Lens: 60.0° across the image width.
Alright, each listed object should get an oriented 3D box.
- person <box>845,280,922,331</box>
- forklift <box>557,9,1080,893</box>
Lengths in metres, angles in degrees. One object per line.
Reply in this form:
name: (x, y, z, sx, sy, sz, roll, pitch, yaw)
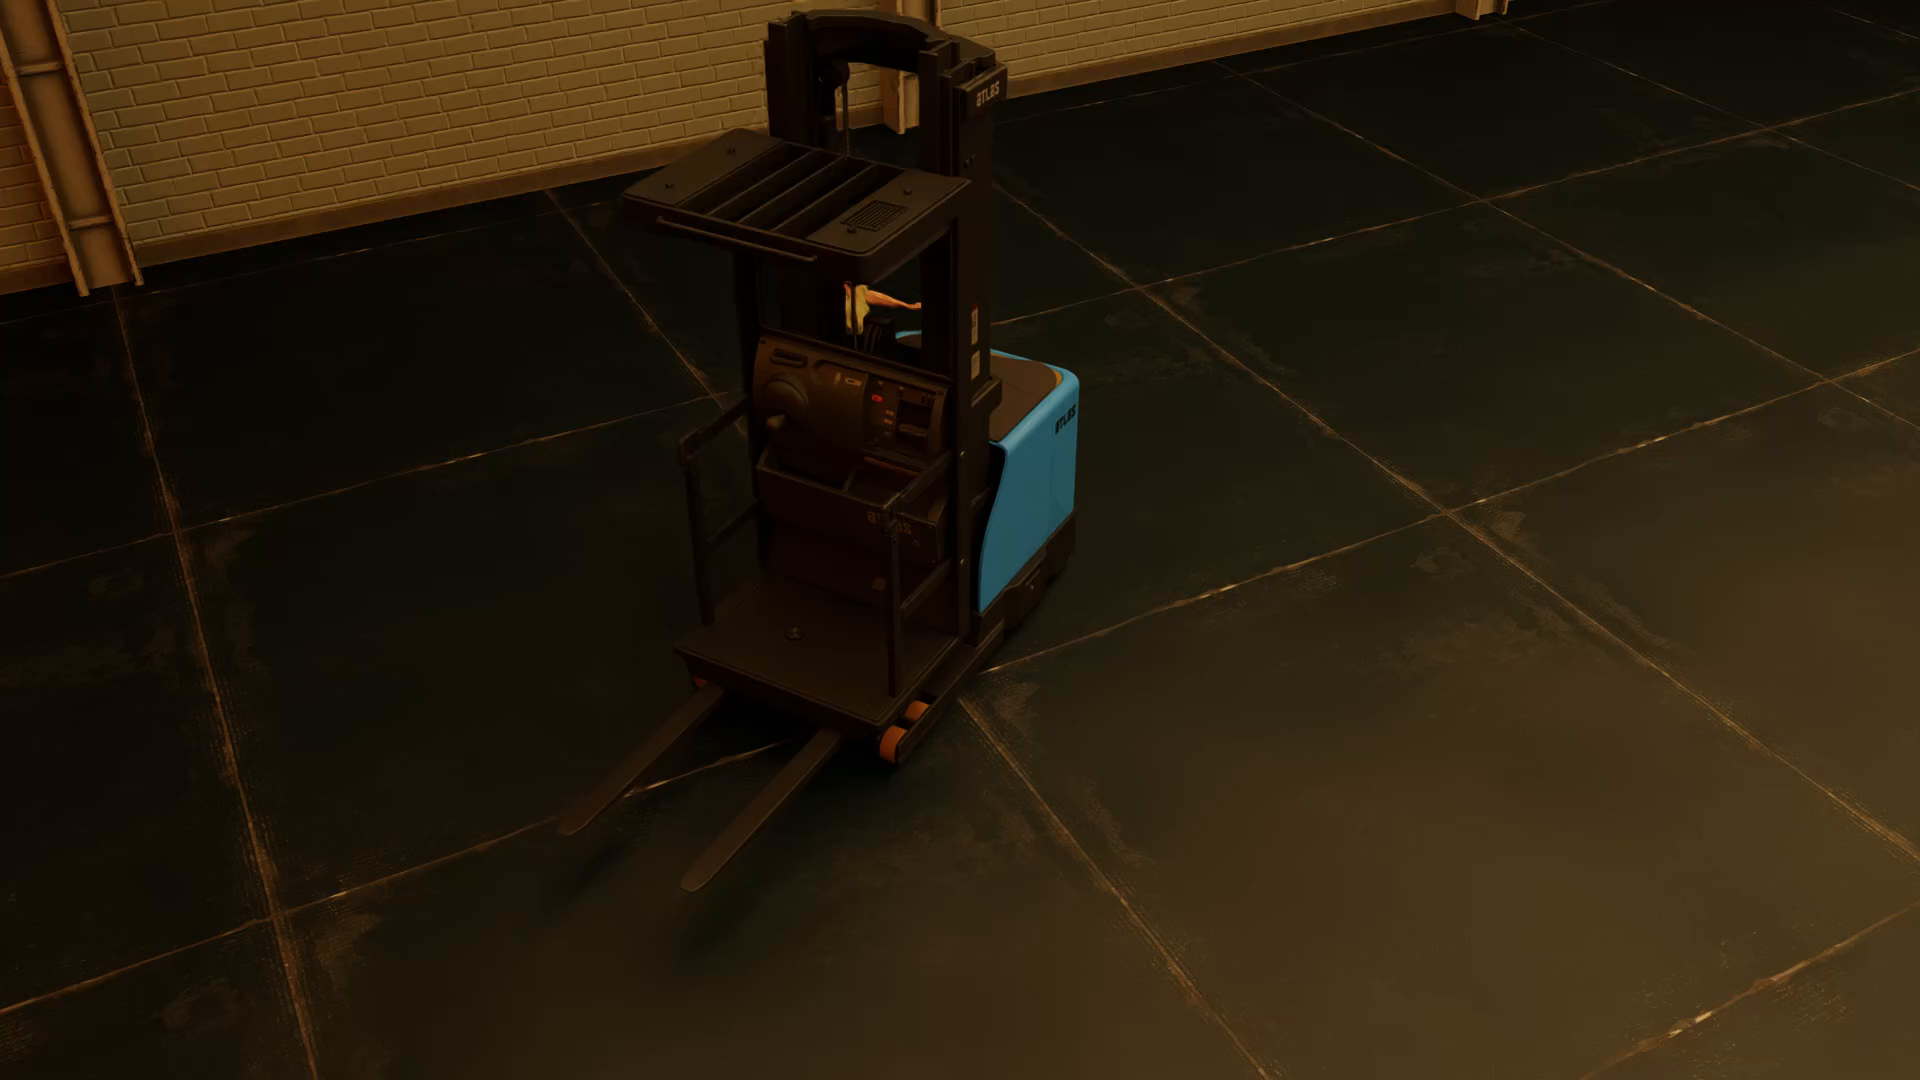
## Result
person: (-0.329, -0.916, 8.737, 0.830, 1.437, 0.790, -3, 35, -5)
forklift: (-0.575, -0.519, 6.858, 1.130, 2.935, 3.031, 18, 39, 24)
